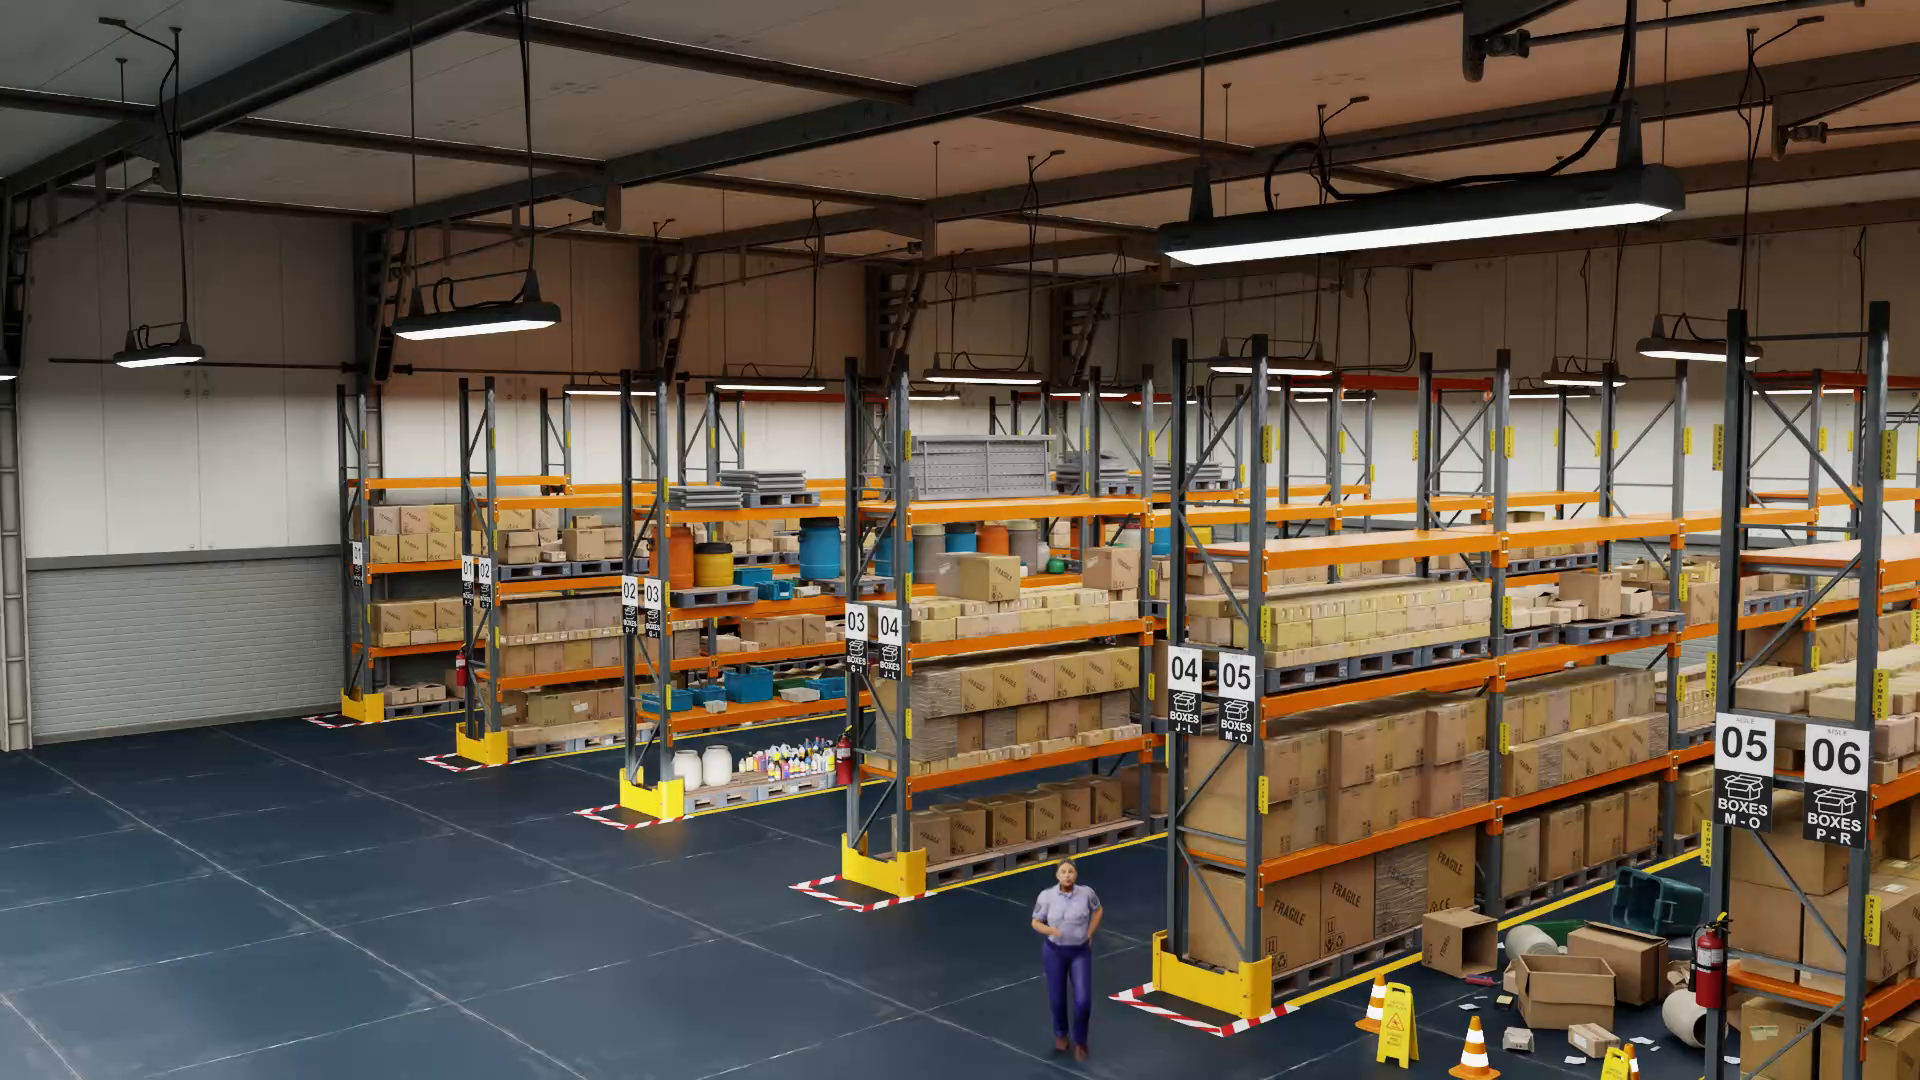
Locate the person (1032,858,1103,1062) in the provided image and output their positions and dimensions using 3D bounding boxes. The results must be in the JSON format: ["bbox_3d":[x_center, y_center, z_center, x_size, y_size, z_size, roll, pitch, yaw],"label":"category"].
[{"bbox_3d":[0.891,3.472,13.719,0.601,1.692,0.626,0,4,0],"label":"person"}]

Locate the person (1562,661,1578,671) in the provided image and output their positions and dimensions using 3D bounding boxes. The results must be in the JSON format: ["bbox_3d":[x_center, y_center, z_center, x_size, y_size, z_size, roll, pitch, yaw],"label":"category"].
[{"bbox_3d":[9.334,2.664,25.627,0.580,1.664,0.511,3,5,41],"label":"person"}]
